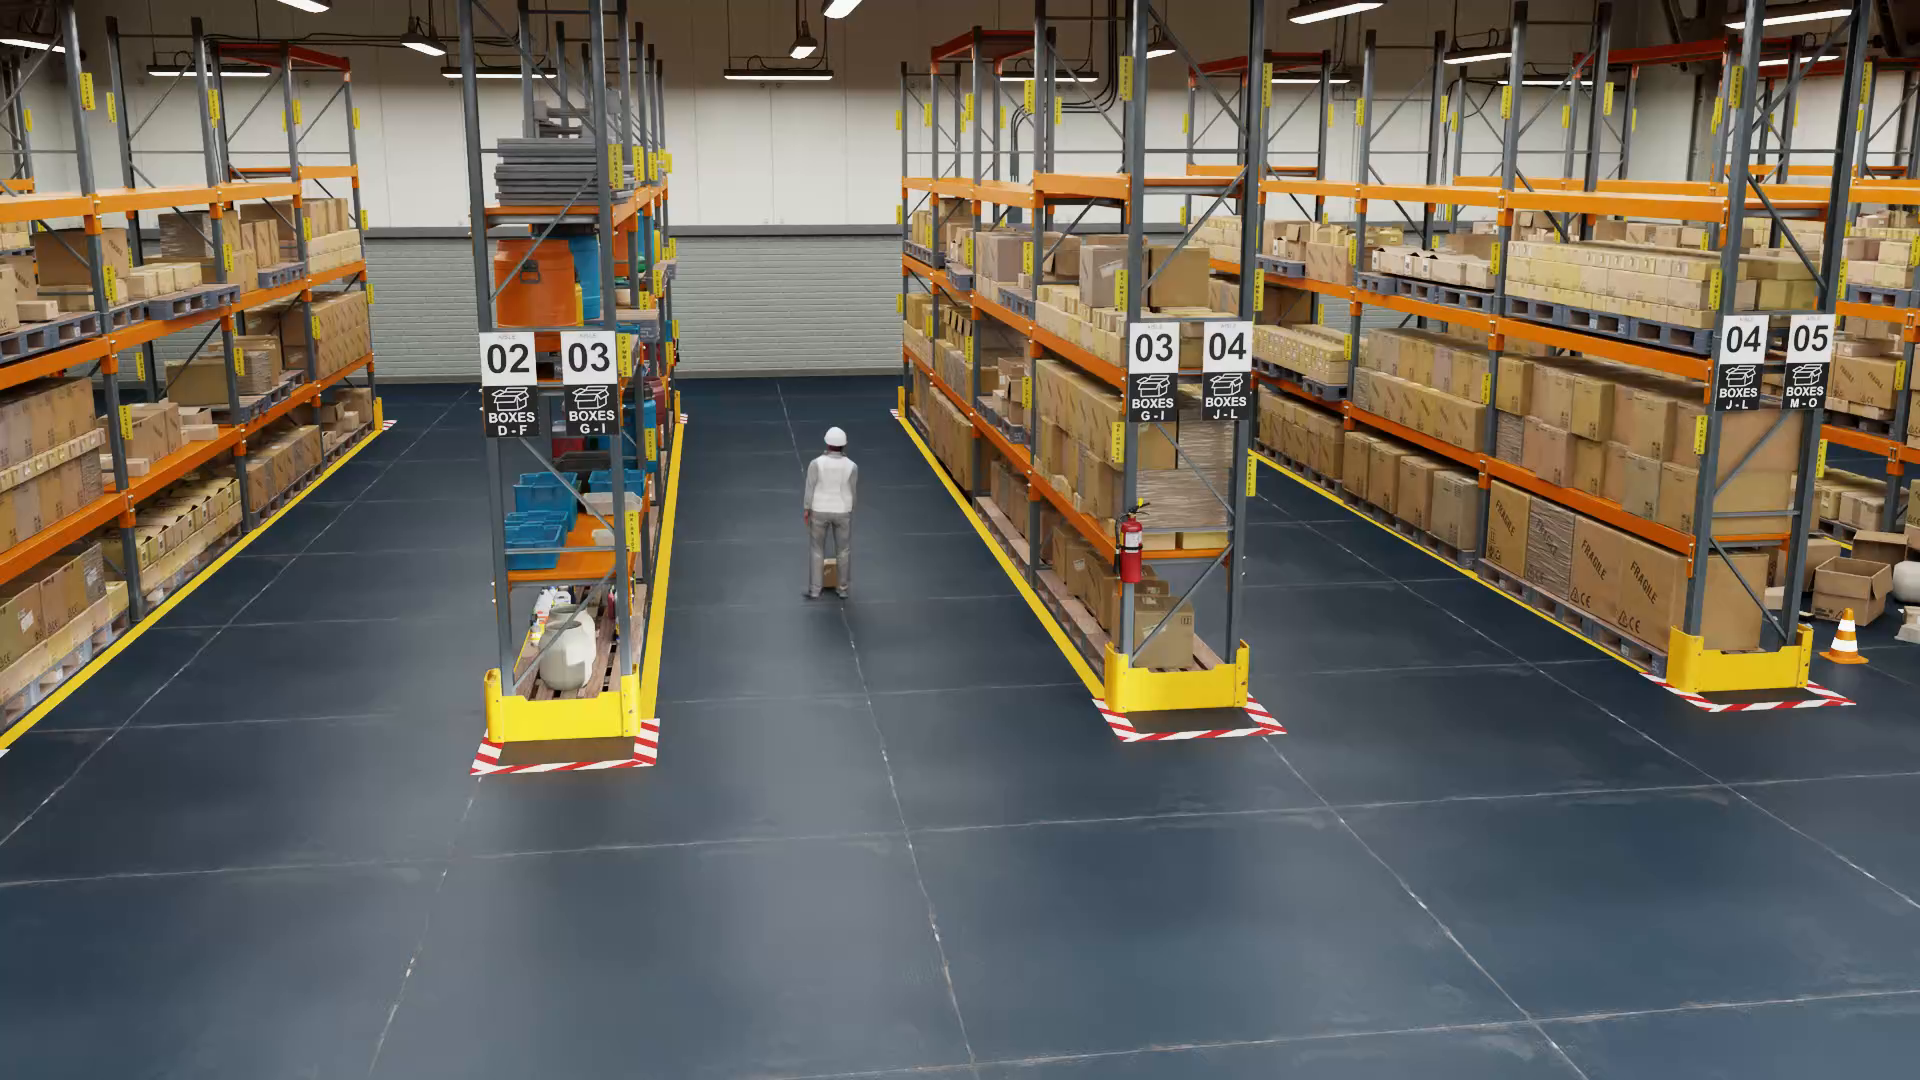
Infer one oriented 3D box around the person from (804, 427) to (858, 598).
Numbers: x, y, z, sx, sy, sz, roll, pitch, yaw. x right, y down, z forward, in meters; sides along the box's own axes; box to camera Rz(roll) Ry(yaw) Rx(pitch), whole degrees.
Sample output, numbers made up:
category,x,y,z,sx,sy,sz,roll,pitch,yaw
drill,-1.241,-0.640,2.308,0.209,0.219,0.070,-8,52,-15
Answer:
category,x,y,z,sx,sy,sz,roll,pitch,yaw
person,-1.331,-0.284,17.151,0.572,1.781,0.355,-2,13,-7
